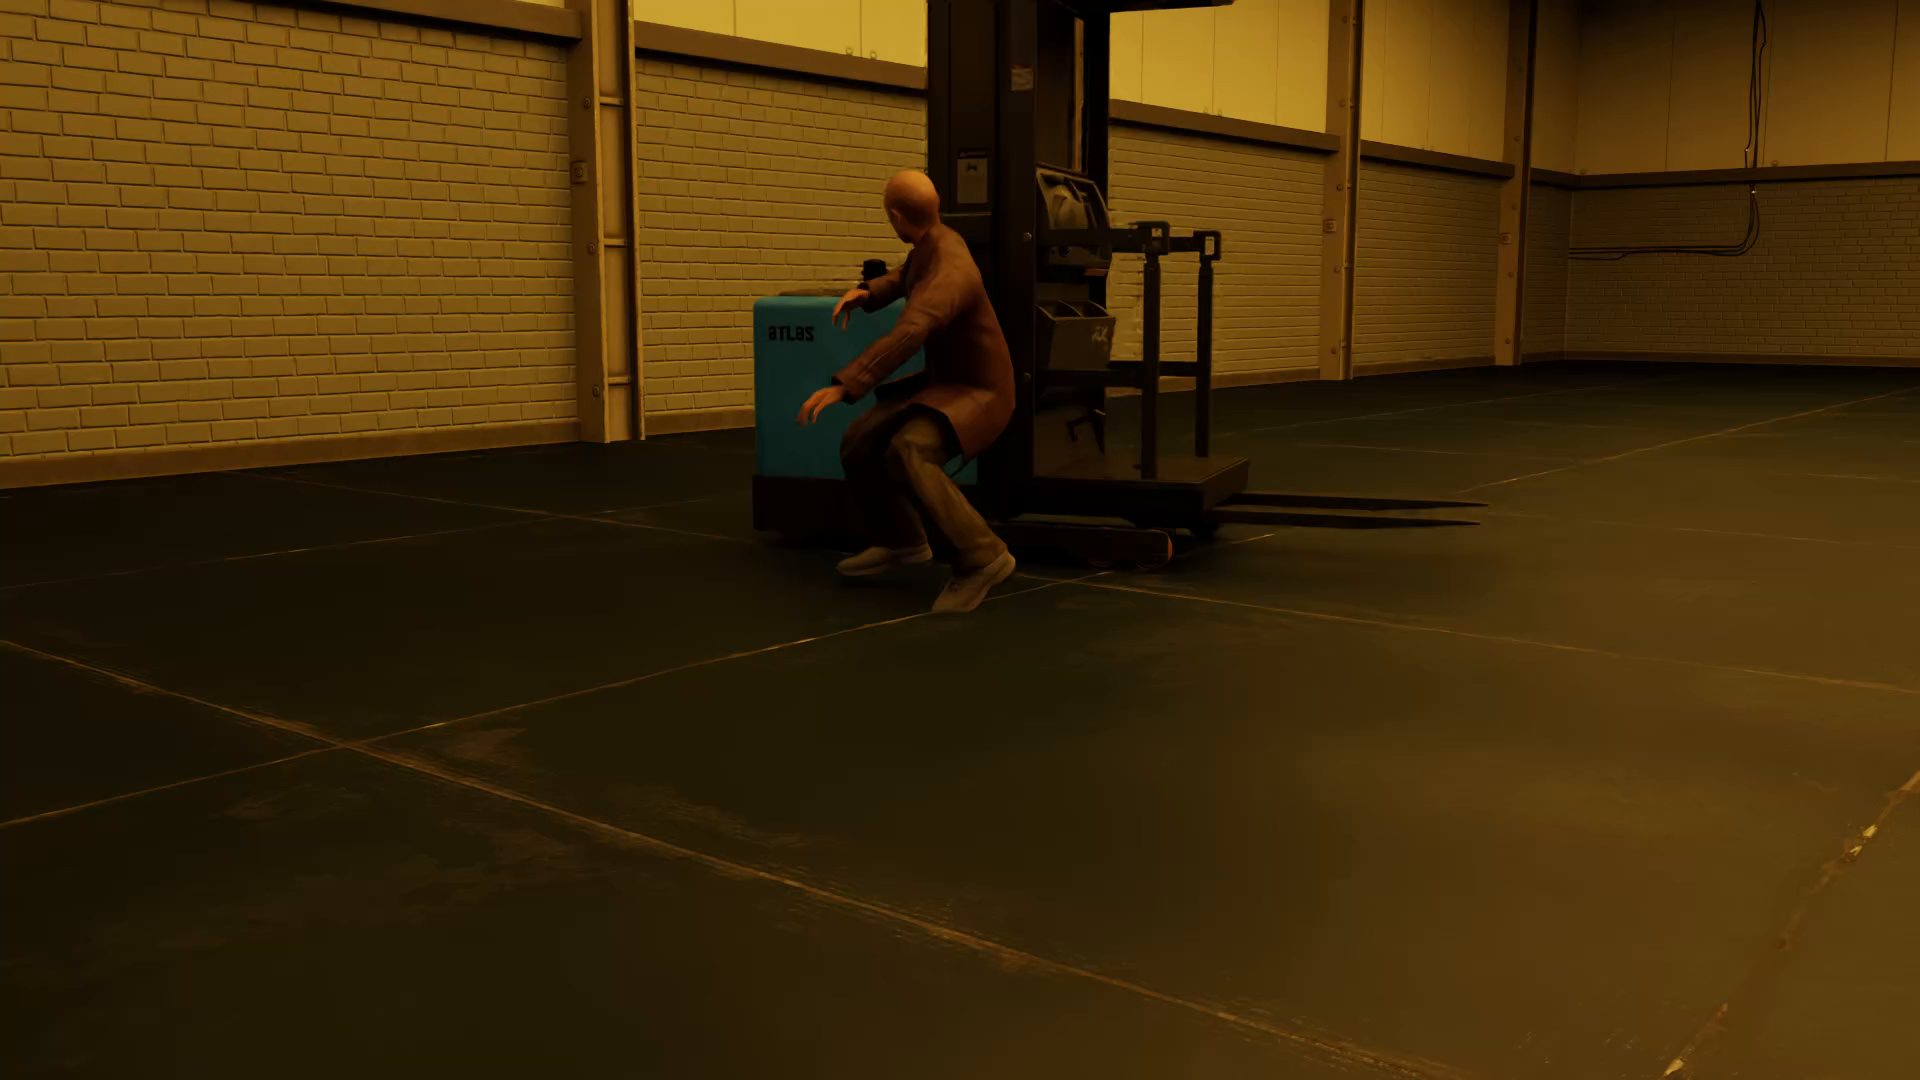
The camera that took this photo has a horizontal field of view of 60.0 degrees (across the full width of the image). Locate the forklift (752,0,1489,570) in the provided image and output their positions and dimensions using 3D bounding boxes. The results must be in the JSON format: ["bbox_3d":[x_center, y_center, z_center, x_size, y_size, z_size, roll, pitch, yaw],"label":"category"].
[{"bbox_3d":[0.670,-1.416,6.961,3.031,2.935,1.130,3,9,20],"label":"forklift"}]

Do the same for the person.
[{"bbox_3d":[-0.231,-0.440,5.916,0.913,1.358,0.847,-3,9,-21],"label":"person"}]
